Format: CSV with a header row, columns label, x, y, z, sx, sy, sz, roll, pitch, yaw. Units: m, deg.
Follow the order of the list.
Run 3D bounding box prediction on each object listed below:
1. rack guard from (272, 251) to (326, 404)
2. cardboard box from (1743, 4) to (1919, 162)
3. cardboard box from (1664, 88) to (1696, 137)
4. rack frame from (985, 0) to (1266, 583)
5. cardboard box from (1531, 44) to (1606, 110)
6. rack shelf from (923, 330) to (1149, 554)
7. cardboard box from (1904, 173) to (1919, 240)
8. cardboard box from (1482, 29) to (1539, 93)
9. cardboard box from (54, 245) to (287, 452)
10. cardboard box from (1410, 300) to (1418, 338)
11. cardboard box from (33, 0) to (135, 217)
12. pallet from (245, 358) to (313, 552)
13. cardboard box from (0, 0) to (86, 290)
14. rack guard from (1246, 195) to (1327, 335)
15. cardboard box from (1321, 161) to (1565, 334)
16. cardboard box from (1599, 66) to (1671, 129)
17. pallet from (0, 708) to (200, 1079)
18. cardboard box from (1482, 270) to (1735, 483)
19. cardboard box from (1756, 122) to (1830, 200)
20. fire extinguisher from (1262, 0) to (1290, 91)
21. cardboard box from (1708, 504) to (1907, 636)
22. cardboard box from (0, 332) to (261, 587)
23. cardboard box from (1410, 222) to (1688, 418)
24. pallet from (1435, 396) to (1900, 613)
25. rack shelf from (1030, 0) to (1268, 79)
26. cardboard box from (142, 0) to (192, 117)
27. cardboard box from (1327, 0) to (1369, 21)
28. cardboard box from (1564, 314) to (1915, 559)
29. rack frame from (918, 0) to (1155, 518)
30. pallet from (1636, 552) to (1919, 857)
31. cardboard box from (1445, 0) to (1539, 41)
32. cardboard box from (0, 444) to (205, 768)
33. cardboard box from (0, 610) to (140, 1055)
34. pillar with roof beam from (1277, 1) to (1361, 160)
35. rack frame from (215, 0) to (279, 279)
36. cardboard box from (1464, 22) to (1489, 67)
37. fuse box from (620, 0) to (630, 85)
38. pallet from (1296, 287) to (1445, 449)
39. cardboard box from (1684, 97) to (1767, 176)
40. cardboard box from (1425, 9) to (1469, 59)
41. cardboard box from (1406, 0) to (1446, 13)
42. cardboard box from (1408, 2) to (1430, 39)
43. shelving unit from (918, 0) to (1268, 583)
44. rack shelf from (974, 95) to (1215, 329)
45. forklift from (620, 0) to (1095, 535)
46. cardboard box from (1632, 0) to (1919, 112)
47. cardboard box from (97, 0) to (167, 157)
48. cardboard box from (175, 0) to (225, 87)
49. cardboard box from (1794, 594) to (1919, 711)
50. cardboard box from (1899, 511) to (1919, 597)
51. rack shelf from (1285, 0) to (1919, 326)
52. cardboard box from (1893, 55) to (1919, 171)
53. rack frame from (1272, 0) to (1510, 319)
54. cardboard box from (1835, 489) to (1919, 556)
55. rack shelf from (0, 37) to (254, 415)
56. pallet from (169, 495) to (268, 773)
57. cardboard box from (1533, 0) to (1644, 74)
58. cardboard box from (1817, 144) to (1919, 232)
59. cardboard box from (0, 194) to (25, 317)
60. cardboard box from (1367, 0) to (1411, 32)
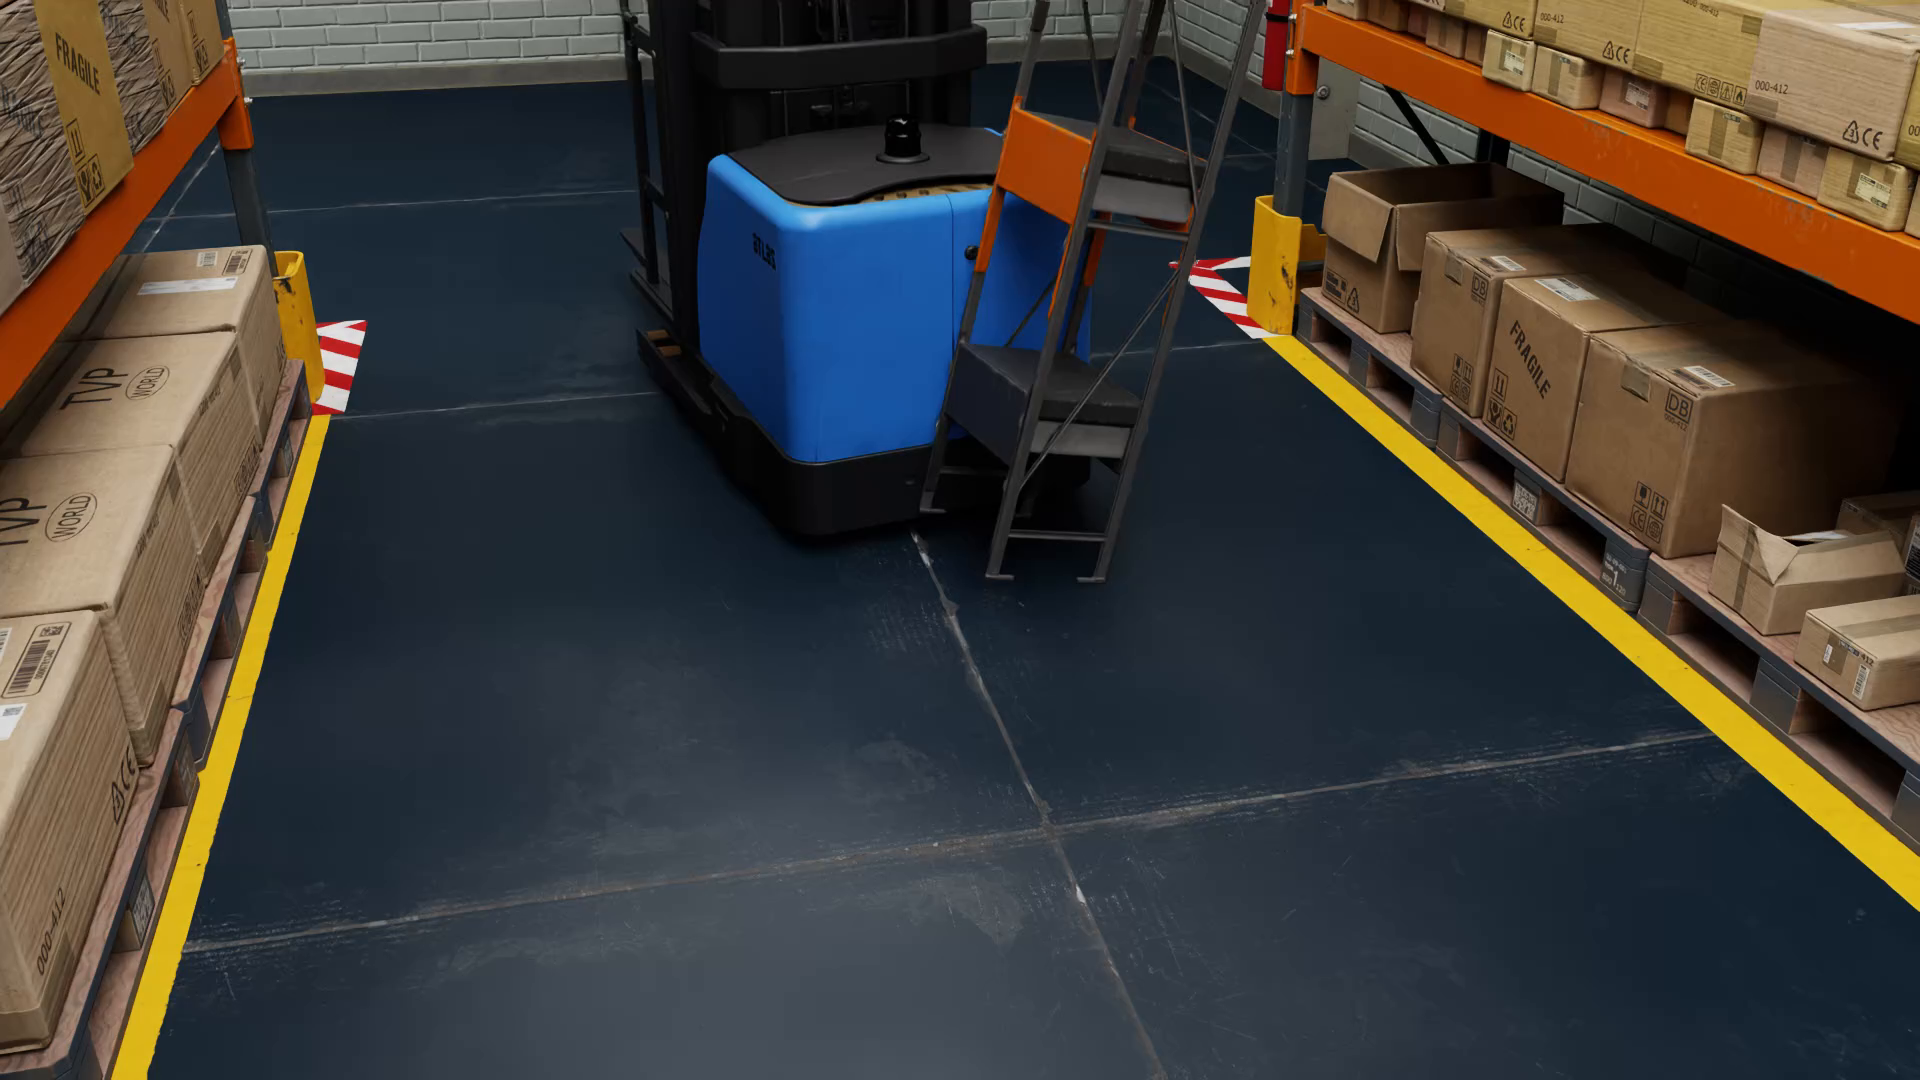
label,x,y,z,sx,sy,sz,roll,pitch,yaw
rack guard,-3.024,-0.746,6.173,1.175,0.500,0.348,-6,27,-12
cardboard box,2.238,-1.084,3.905,0.500,0.250,0.500,-6,27,-11
cardboard box,2.171,-1.179,4.535,0.380,0.149,0.250,-6,27,-11
rack frame,0.483,-0.837,4.518,0.400,2.100,0.015,2,23,-28
cardboard box,1.944,-1.388,4.950,0.380,0.149,0.250,-5,27,-10
rack shelf,0.223,-0.287,4.963,0.431,0.518,0.480,2,23,-28
cardboard box,2.320,-0.715,3.617,0.380,0.149,0.250,-5,27,-10
cardboard box,1.865,-1.502,5.175,0.380,0.149,0.250,-7,28,-13
cardboard box,-2.773,-0.615,5.517,0.875,0.438,0.875,-7,28,-13
cardboard box,1.920,-0.803,6.210,0.380,0.149,0.250,-7,28,-14
cardboard box,-2.299,-1.039,3.868,0.500,0.500,0.500,-5,27,-10
pallet,-2.762,-0.263,5.537,1.003,0.211,1.213,-6,27,-12
cardboard box,-2.183,-0.813,3.420,0.500,0.500,0.500,-6,27,-11
rack guard,1.833,-1.207,7.087,1.175,0.500,0.348,-6,27,-12
cardboard box,1.862,-1.152,6.507,0.797,0.503,0.637,-7,28,-14
cardboard box,2.070,-1.282,4.740,0.380,0.149,0.250,-6,27,-12
pallet,-2.212,0.808,3.415,1.003,0.211,1.213,-6,27,-12
cardboard box,2.038,-0.529,5.277,0.500,0.500,0.500,-5,27,-11
cardboard box,2.205,-0.945,4.071,0.380,0.149,0.250,-5,27,-10
fire extinguisher,1.333,-2.173,6.727,0.296,0.674,0.183,-6,27,-12
cardboard box,2.226,0.061,4.369,0.396,0.266,0.258,-5,27,-10
cardboard box,-2.558,-0.214,4.723,0.875,0.438,0.875,-5,27,-10
cardboard box,2.017,-0.771,5.757,0.700,0.500,0.500,-5,27,-9
pallet,2.286,-0.194,5.400,1.003,0.211,1.213,-6,27,-12
rack shelf,0.534,-1.563,4.478,0.431,0.518,0.480,2,23,-28
cardboard box,-2.554,-1.489,4.760,0.500,0.500,0.500,-7,28,-13
cardboard box,1.623,-2.072,6.306,0.380,0.149,0.250,-6,27,-12
cardboard box,2.251,-0.315,4.854,0.700,0.500,0.500,-7,28,-14
rack frame,0.280,-1.037,4.914,0.400,2.100,0.015,2,23,-28
pallet,2.564,0.343,4.337,1.003,0.211,1.213,-6,27,-12
cardboard box,1.887,-1.753,5.230,0.500,0.250,0.500,-6,27,-13
cardboard box,-2.357,0.182,3.938,0.875,0.438,0.875,-7,28,-13
cardboard box,-2.154,0.575,3.160,0.875,0.438,0.875,-6,27,-12
pillar with roof beam,-2.107,-5.873,6.899,9.100,9.000,0.400,-6,27,-12
rack frame,-3.019,-1.851,5.588,1.000,3.000,0.127,-6,27,-12
cardboard box,1.881,-1.620,5.410,0.380,0.149,0.250,-6,27,-11
fuse box,-2.233,-3.898,11.074,0.539,1.711,0.414,-6,27,-12
pallet,2.014,-0.729,6.459,1.003,0.211,1.213,-6,27,-12
cardboard box,2.120,-1.054,4.288,0.380,0.149,0.250,-6,27,-12
cardboard box,1.816,-1.736,5.640,0.380,0.149,0.250,-5,27,-10
cardboard box,1.770,-1.975,5.670,0.500,0.250,0.500,-6,27,-11
cardboard box,1.819,-1.854,5.872,0.380,0.149,0.250,-6,27,-12
shelving unit,0.382,-0.937,4.716,0.431,2.100,0.503,2,23,-28
rack shelf,0.379,-0.925,4.721,0.431,0.518,0.480,2,23,-28
forklift,-0.625,-1.962,5.884,1.130,2.935,3.031,-11,29,-21
cardboard box,2.139,-1.304,4.341,0.500,0.250,0.500,-6,27,-12
cardboard box,-2.428,-1.264,4.315,0.500,0.500,0.500,-5,27,-10
cardboard box,-2.652,-1.711,5.200,0.500,0.500,0.500,-6,27,-11
cardboard box,2.306,0.270,4.085,0.380,0.149,0.250,-7,28,-13
cardboard box,2.799,0.098,4.245,0.500,0.311,0.500,-5,27,-10
rack shelf,2.267,-1.158,5.013,1.077,0.370,4.000,-6,27,-12
cardboard box,2.365,-0.865,3.472,0.500,0.250,0.500,-5,27,-10
rack frame,1.816,-2.357,6.590,1.000,3.000,0.127,-6,27,-12
cardboard box,2.701,-0.020,4.658,0.380,0.149,0.250,-6,27,-12
rack shelf,-2.568,-0.652,4.011,1.077,0.370,4.000,-6,27,-12
pallet,-2.491,0.271,4.478,1.003,0.211,1.213,-6,27,-12
cardboard box,2.023,-1.530,4.789,0.500,0.250,0.500,-7,28,-13
cardboard box,2.238,-0.827,3.838,0.380,0.149,0.250,-5,27,-10
cardboard box,-2.077,-0.594,2.986,0.500,0.500,0.500,-6,27,-11
cardboard box,1.726,-1.965,6.094,0.380,0.149,0.250,-5,27,-10
